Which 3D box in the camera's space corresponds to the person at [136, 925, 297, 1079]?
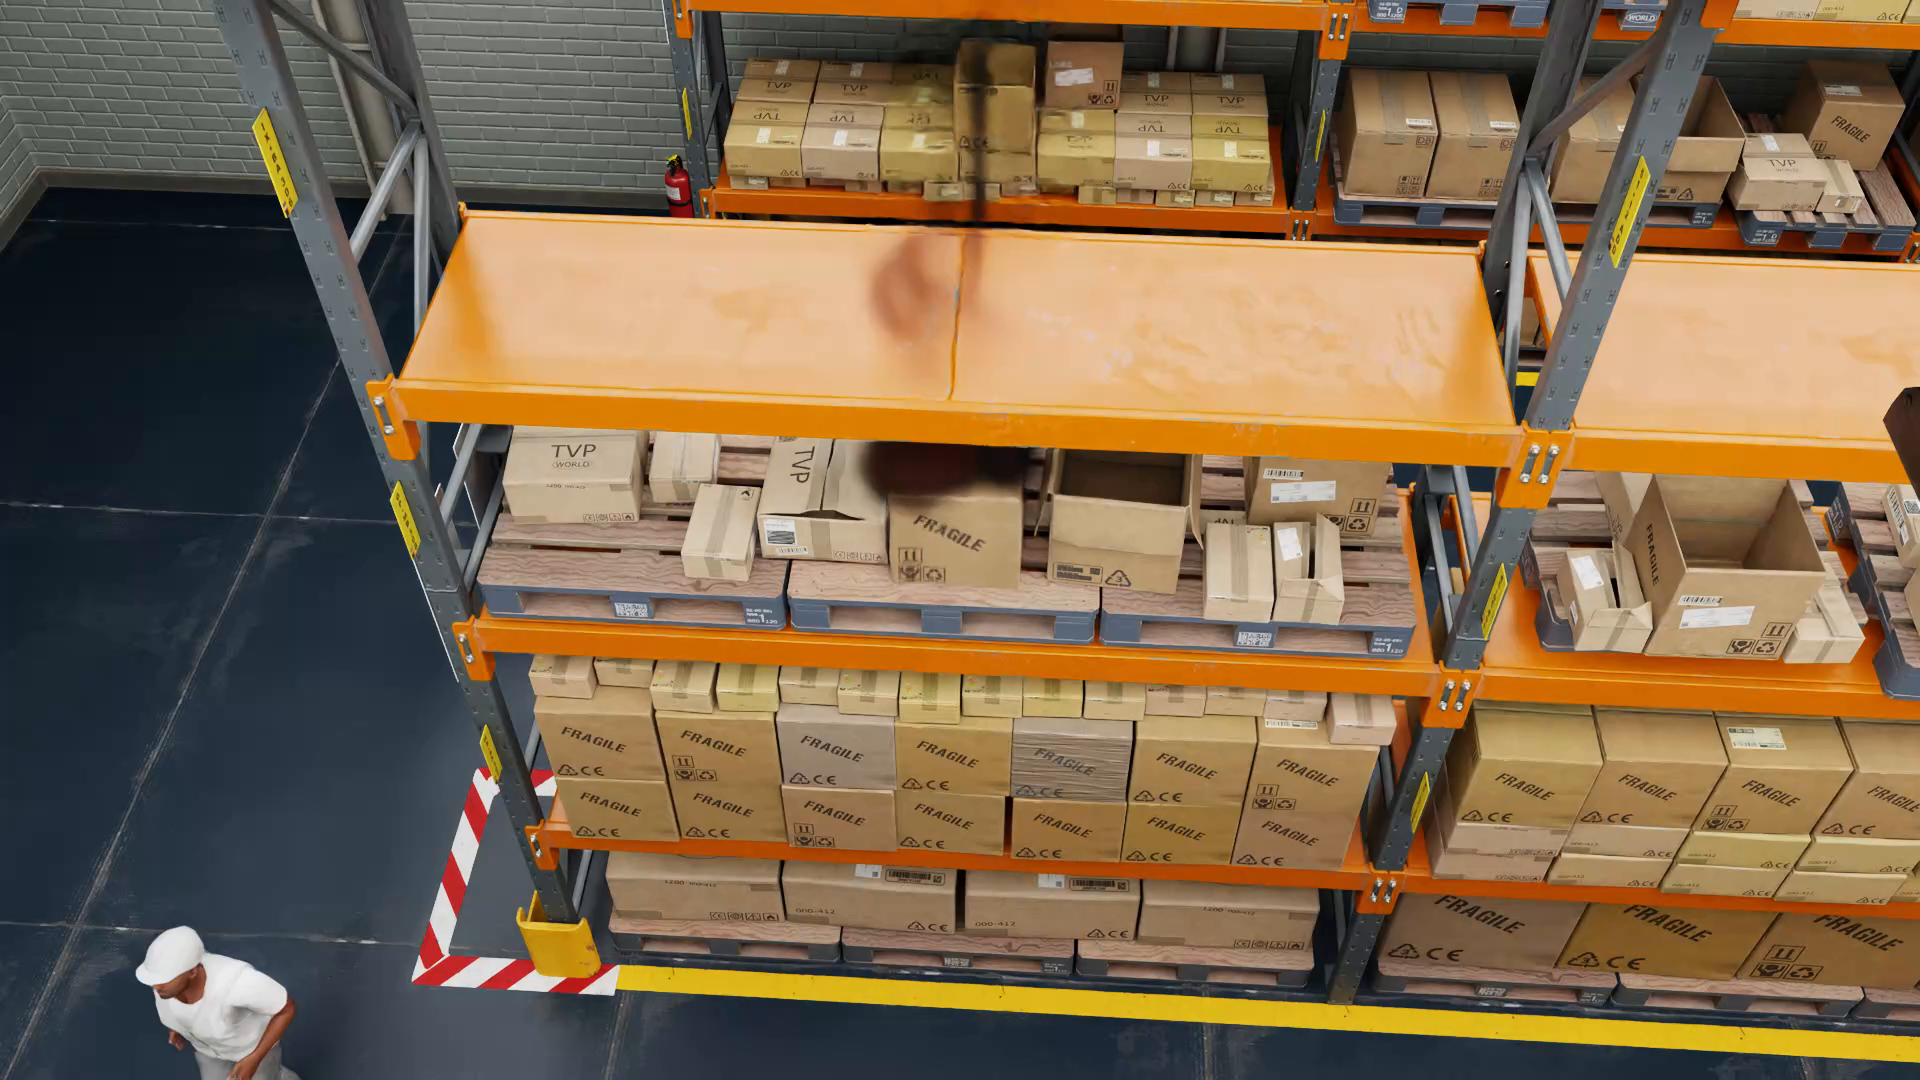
[{"bbox_3d":[-3.287,2.246,7.551,0.687,1.731,0.616,8,48,7],"label":"person"}]
